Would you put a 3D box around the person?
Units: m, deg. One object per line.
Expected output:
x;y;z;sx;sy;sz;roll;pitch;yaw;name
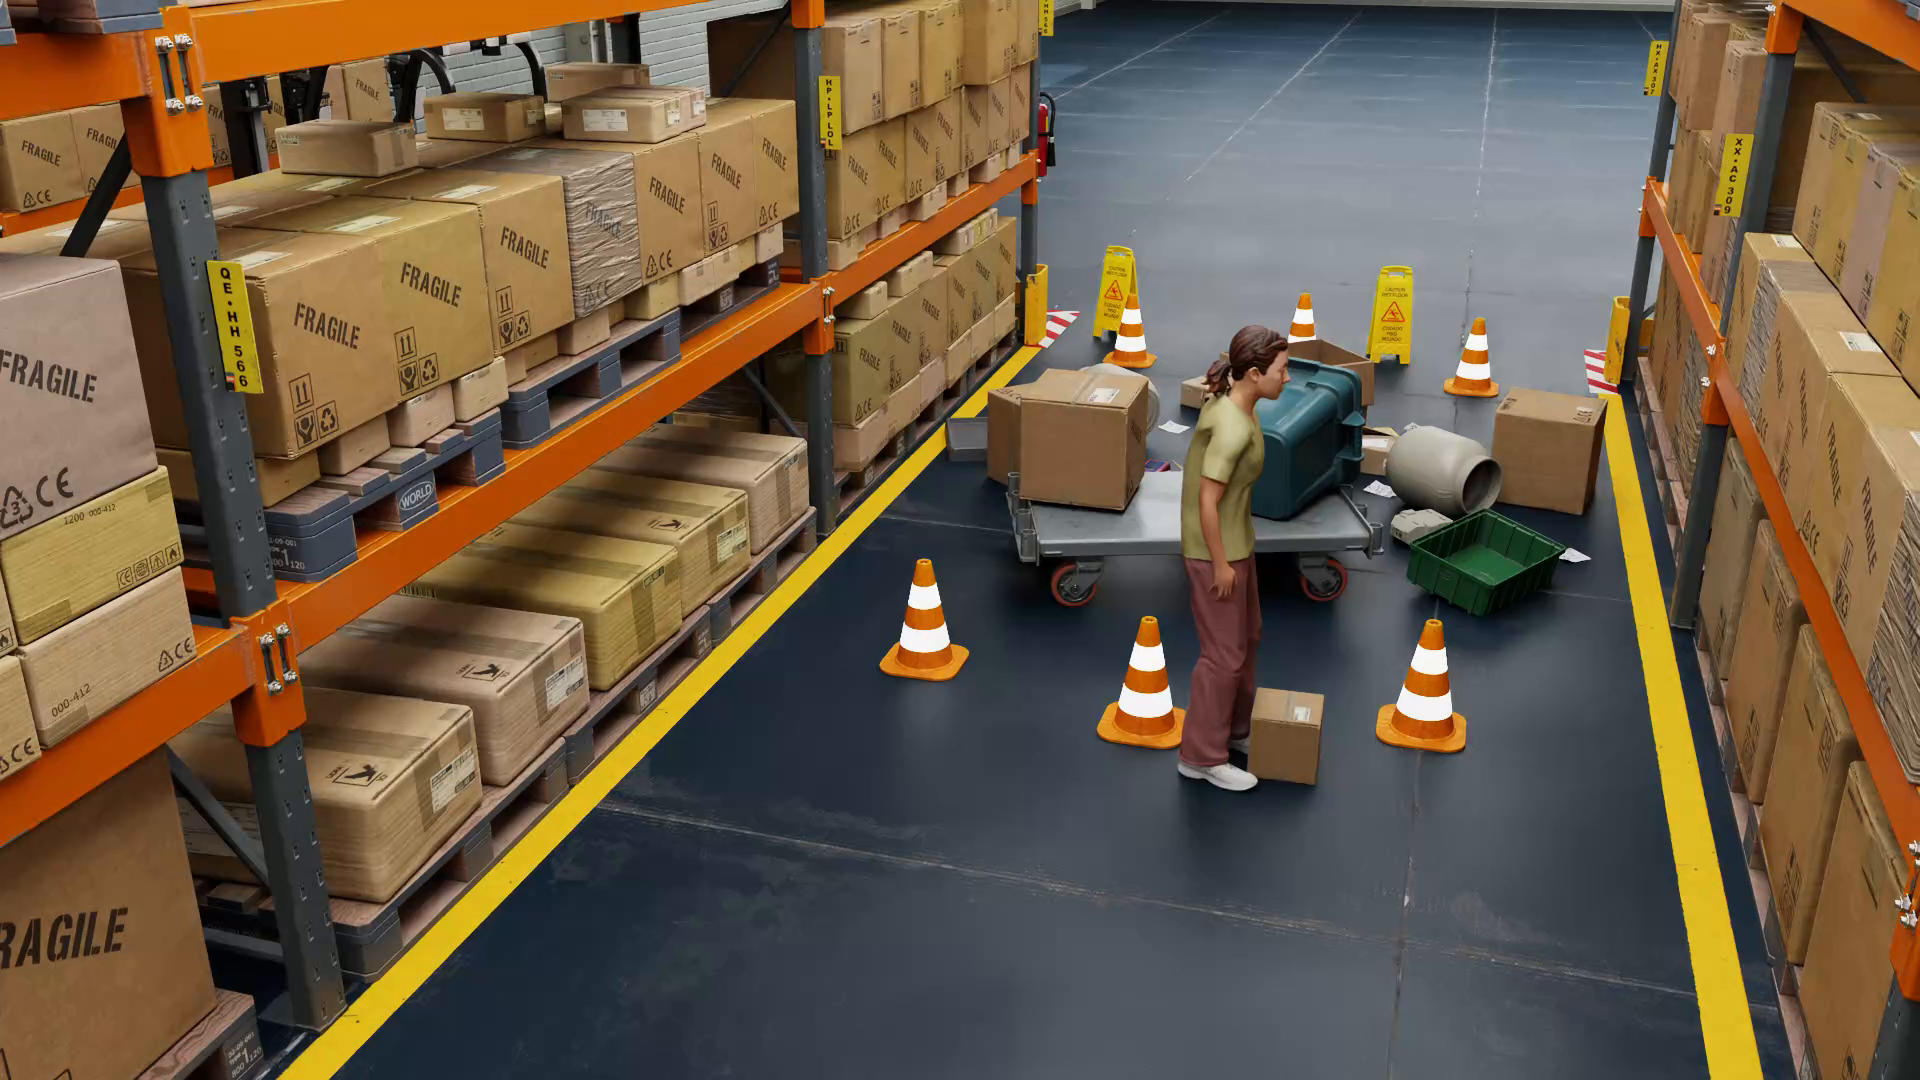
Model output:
0.995;0.048;5.973;0.416;1.671;0.502;6;23;13;person
